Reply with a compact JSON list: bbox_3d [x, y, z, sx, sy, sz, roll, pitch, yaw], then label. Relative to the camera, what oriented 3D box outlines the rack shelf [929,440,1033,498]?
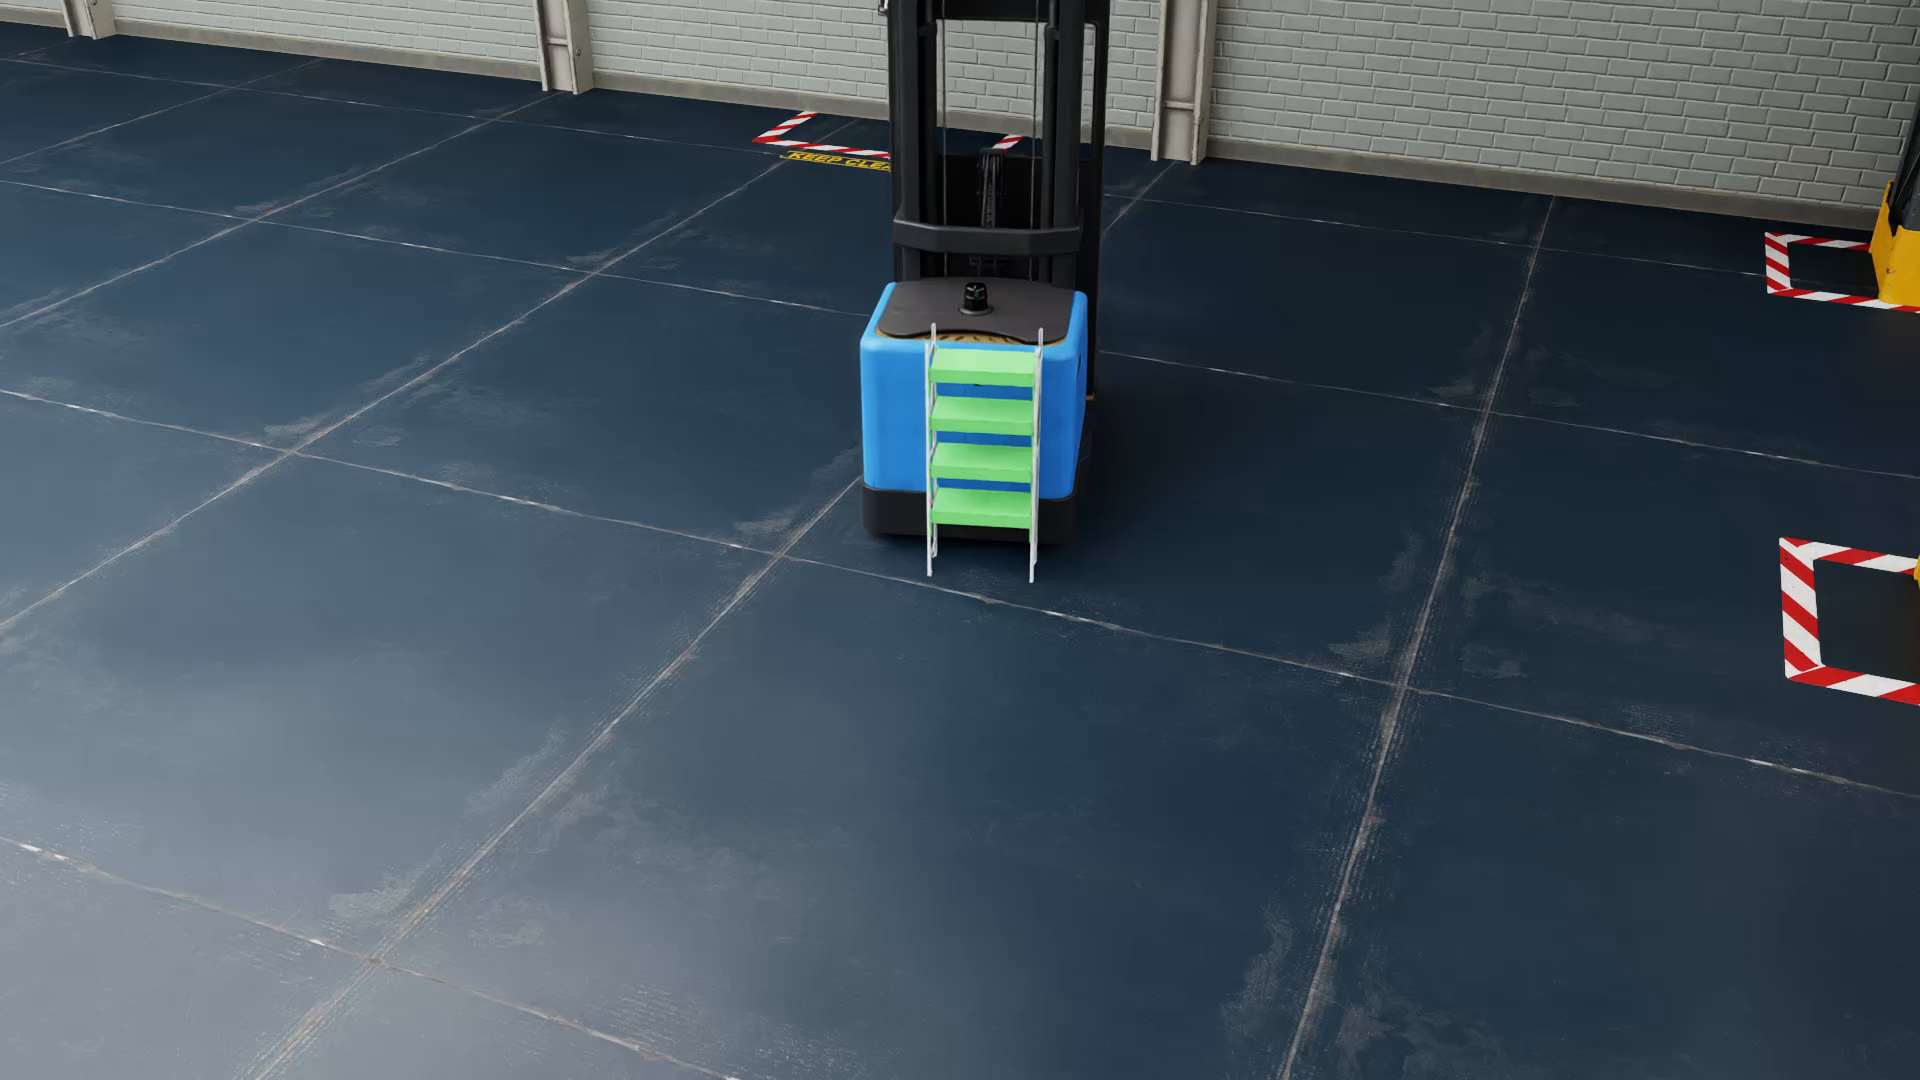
[{"bbox_3d":[0.109,-0.334,7.751,0.480,0.148,0.258,3,30,6],"label":"rack shelf"}]

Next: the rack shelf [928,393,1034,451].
[{"bbox_3d":[0.109,-0.543,7.633,0.480,0.148,0.258,3,30,6],"label":"rack shelf"}]

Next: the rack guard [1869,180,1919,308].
[{"bbox_3d":[6.485,-2.029,11.332,0.348,0.500,1.175,11,31,19],"label":"rack guard"}]

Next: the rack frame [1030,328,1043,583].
[{"bbox_3d":[0.352,-0.375,7.694,0.015,1.200,0.240,3,30,6],"label":"rack frame"}]

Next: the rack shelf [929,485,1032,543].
[{"bbox_3d":[0.109,-0.125,7.869,0.480,0.148,0.258,3,30,6],"label":"rack shelf"}]

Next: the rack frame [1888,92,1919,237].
[{"bbox_3d":[6.415,-3.131,10.742,0.127,3.000,1.000,11,31,19],"label":"rack frame"}]

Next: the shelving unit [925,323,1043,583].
[{"bbox_3d":[0.109,-0.390,7.720,0.503,1.200,0.258,3,30,6],"label":"shelving unit"}]

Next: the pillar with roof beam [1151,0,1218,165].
[{"bbox_3d":[0.210,-5.155,8.225,0.400,9.000,9.100,11,31,19],"label":"pillar with roof beam"}]

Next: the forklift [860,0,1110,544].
[{"bbox_3d":[0.219,-1.959,8.738,1.130,2.935,3.031,4,30,6],"label":"forklift"}]

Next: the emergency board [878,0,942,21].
[{"bbox_3d":[-0.447,-4.981,14.014,0.643,1.169,0.194,11,31,19],"label":"emergency board"}]

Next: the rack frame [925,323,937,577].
[{"bbox_3d":[-0.133,-0.404,7.745,0.015,1.200,0.240,3,30,6],"label":"rack frame"}]

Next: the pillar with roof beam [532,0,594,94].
[{"bbox_3d":[-5.350,-6.265,10.189,0.400,9.000,9.100,11,31,19],"label":"pillar with roof beam"}]

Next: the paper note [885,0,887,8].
[{"bbox_3d":[-0.585,-4.662,14.344,0.142,0.148,0.016,11,31,19],"label":"paper note"}]

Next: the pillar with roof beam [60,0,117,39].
[{"bbox_3d":[-10.909,-7.375,12.153,0.400,9.000,9.100,11,31,19],"label":"pillar with roof beam"}]

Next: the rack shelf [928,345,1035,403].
[{"bbox_3d":[0.109,-0.752,7.515,0.480,0.148,0.258,3,30,6],"label":"rack shelf"}]

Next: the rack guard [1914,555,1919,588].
[{"bbox_3d":[4.533,0.212,7.367,0.348,0.500,1.175,11,31,19],"label":"rack guard"}]
